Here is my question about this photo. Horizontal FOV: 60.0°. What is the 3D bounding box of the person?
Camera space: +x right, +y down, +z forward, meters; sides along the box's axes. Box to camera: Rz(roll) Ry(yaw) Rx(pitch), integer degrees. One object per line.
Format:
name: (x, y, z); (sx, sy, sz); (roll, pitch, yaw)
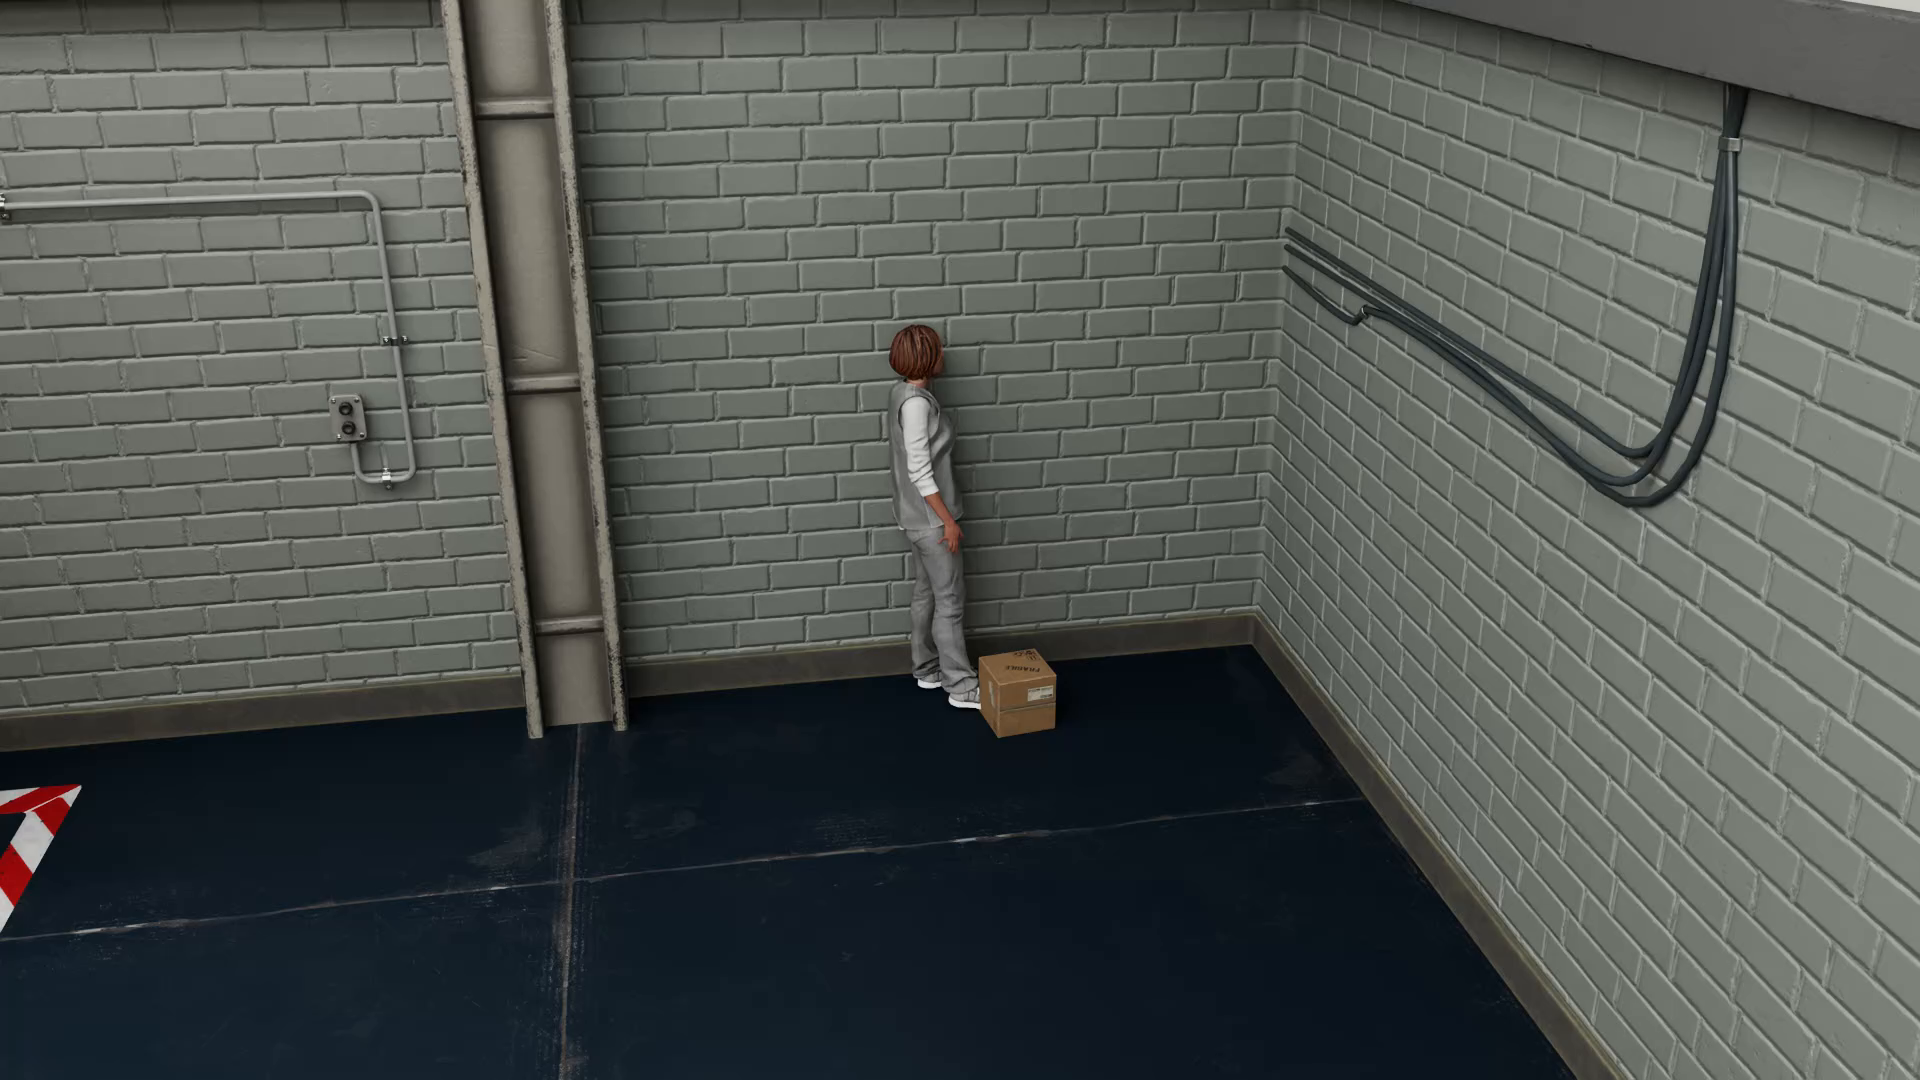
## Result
person: (-0.051, -0.103, 6.822); (0.475, 1.597, 0.520); (-4, 24, -10)
